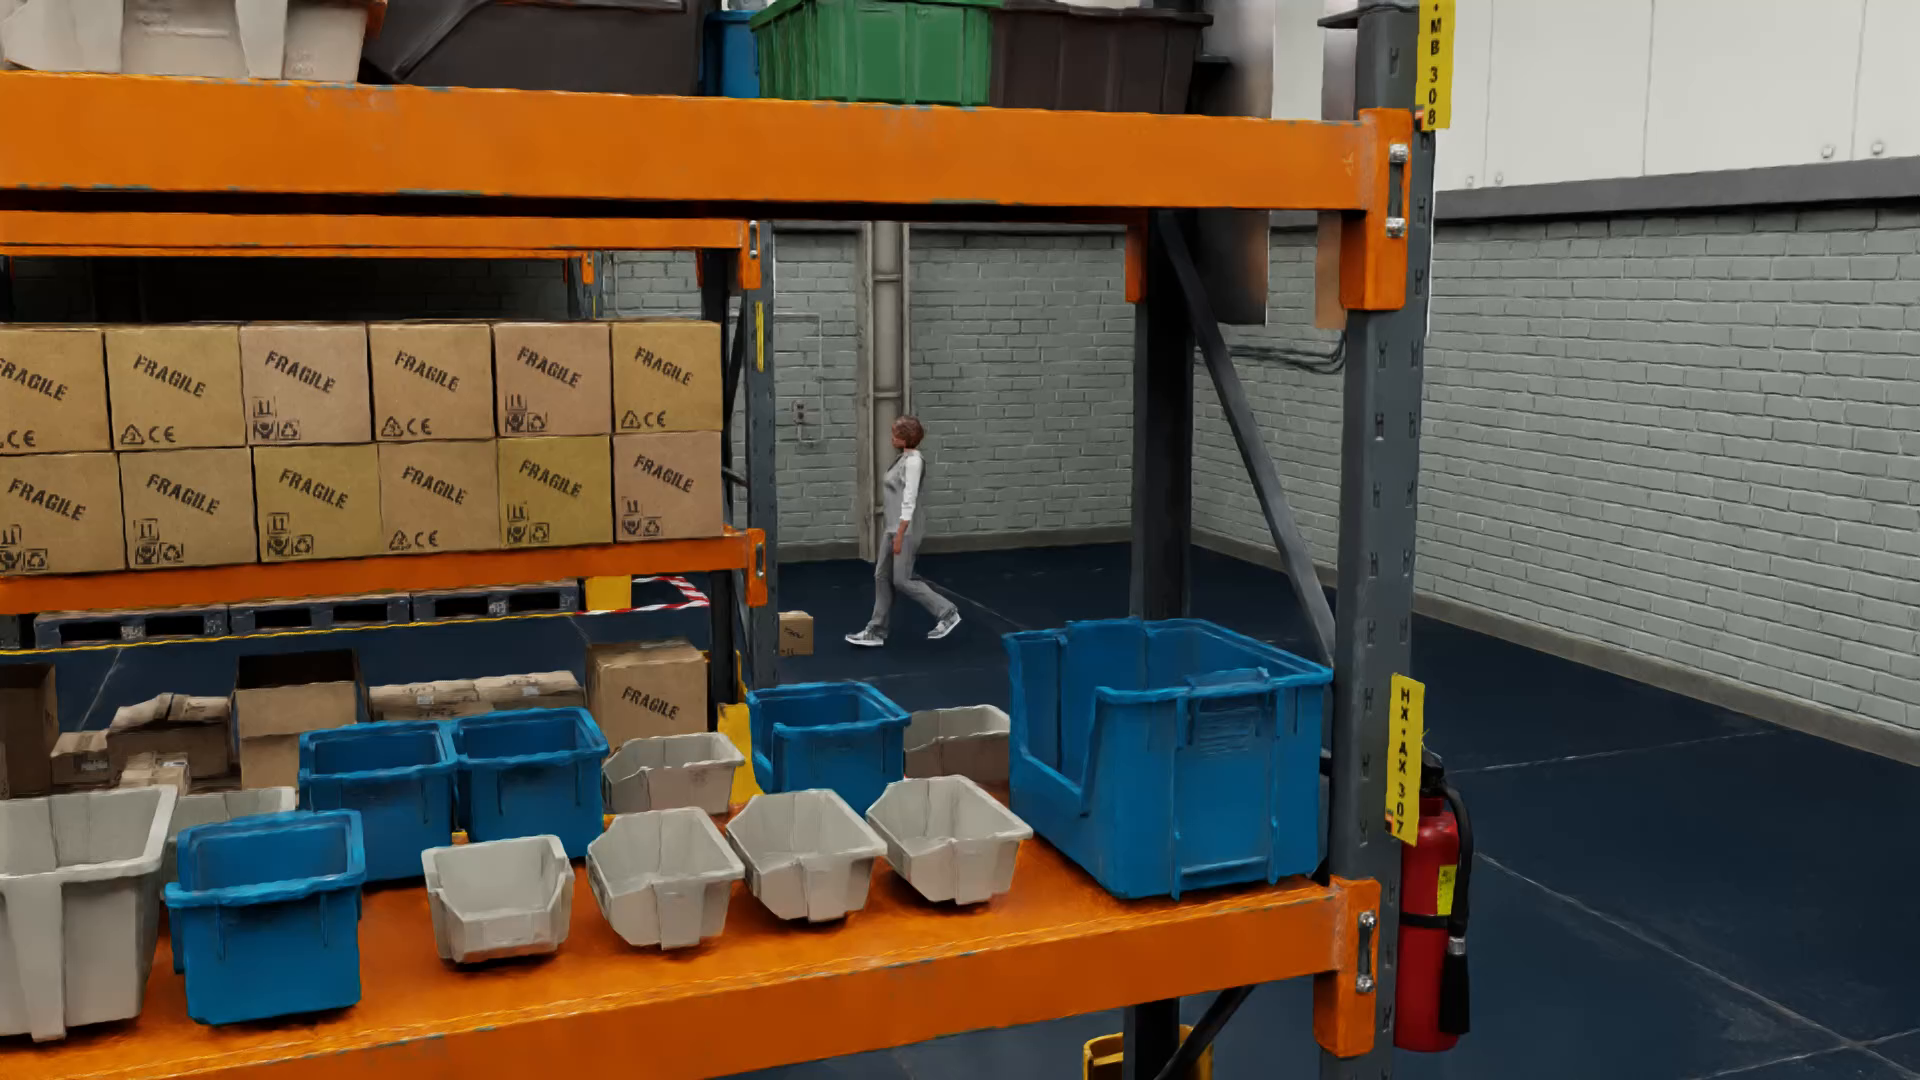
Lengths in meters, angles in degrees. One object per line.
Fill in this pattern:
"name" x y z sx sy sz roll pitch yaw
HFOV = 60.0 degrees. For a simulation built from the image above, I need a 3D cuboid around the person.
"person" -0.393 -0.050 11.228 0.772 1.555 0.425 -2 9 -15
